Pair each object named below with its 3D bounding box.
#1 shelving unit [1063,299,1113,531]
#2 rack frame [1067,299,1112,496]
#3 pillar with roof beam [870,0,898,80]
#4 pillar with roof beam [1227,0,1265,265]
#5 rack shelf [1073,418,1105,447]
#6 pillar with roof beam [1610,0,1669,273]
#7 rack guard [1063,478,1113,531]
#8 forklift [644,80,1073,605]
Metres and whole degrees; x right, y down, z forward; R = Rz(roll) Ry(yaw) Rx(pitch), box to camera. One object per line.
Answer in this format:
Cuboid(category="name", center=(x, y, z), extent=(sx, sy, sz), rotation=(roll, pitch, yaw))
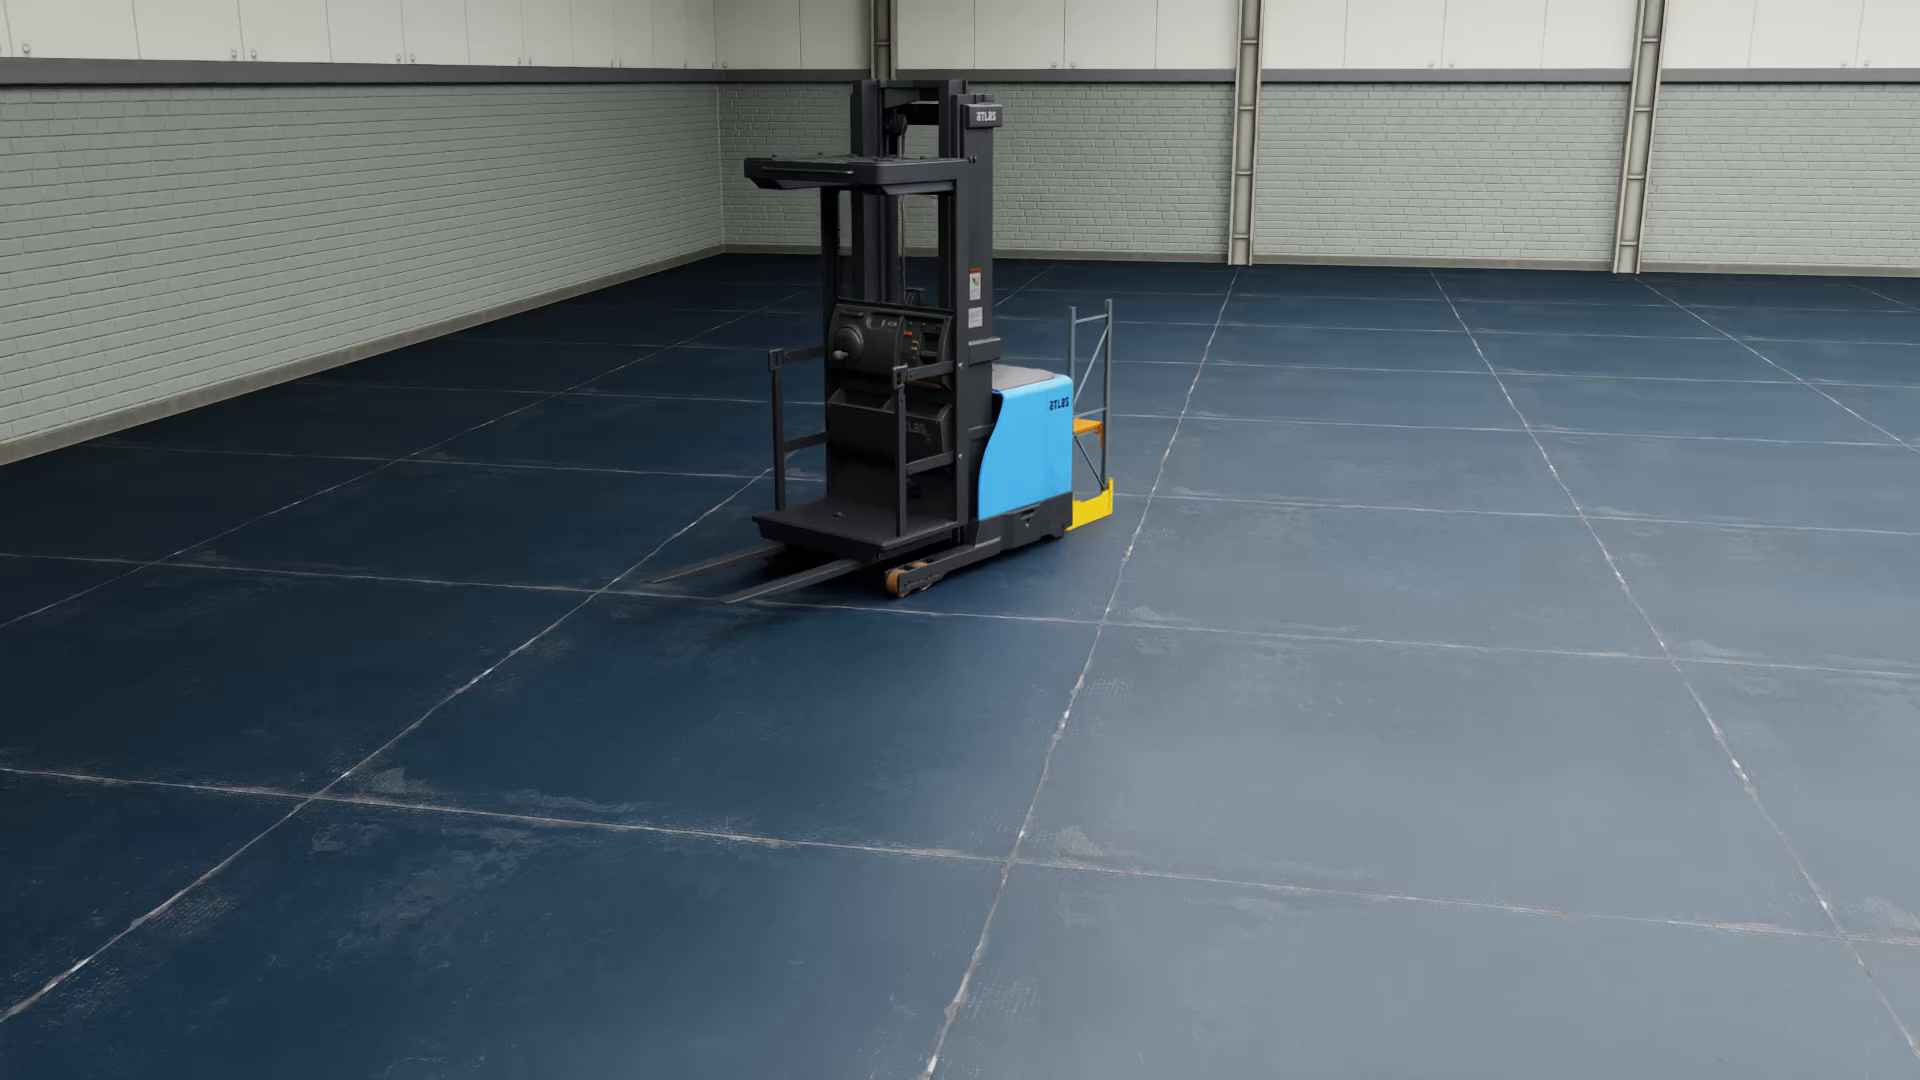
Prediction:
Cuboid(category="shelving unit", center=(0.468, -0.933, 11.551), extent=(1.083, 1.500, 0.587), rotation=(11, 19, 35))
Cuboid(category="rack frame", center=(0.869, -0.853, 11.263), extent=(0.032, 1.500, 0.500), rotation=(11, 19, 35))
Cuboid(category="pillar with roof beam", center=(-2.118, -8.081, 23.308), extent=(0.400, 9.000, 9.100), rotation=(3, 16, 11))
Cuboid(category="pillar with roof beam", center=(3.761, -7.762, 22.156), extent=(0.400, 9.000, 9.100), rotation=(3, 16, 11))
Cuboid(category="rack shelf", center=(0.461, -0.761, 11.604), extent=(1.000, 0.185, 0.538), rotation=(11, 19, 35))
Cuboid(category="pillar with roof beam", center=(9.641, -7.443, 21.004), extent=(0.400, 9.000, 9.100), rotation=(3, 16, 11))
Cuboid(category="rack guard", center=(0.868, -0.251, 11.431), extent=(0.087, 0.250, 0.587), rotation=(11, 19, 35))
Cuboid(category="forklift", center=(-0.564, -1.226, 9.928), extent=(1.130, 2.935, 3.031), rotation=(12, 20, 37))
